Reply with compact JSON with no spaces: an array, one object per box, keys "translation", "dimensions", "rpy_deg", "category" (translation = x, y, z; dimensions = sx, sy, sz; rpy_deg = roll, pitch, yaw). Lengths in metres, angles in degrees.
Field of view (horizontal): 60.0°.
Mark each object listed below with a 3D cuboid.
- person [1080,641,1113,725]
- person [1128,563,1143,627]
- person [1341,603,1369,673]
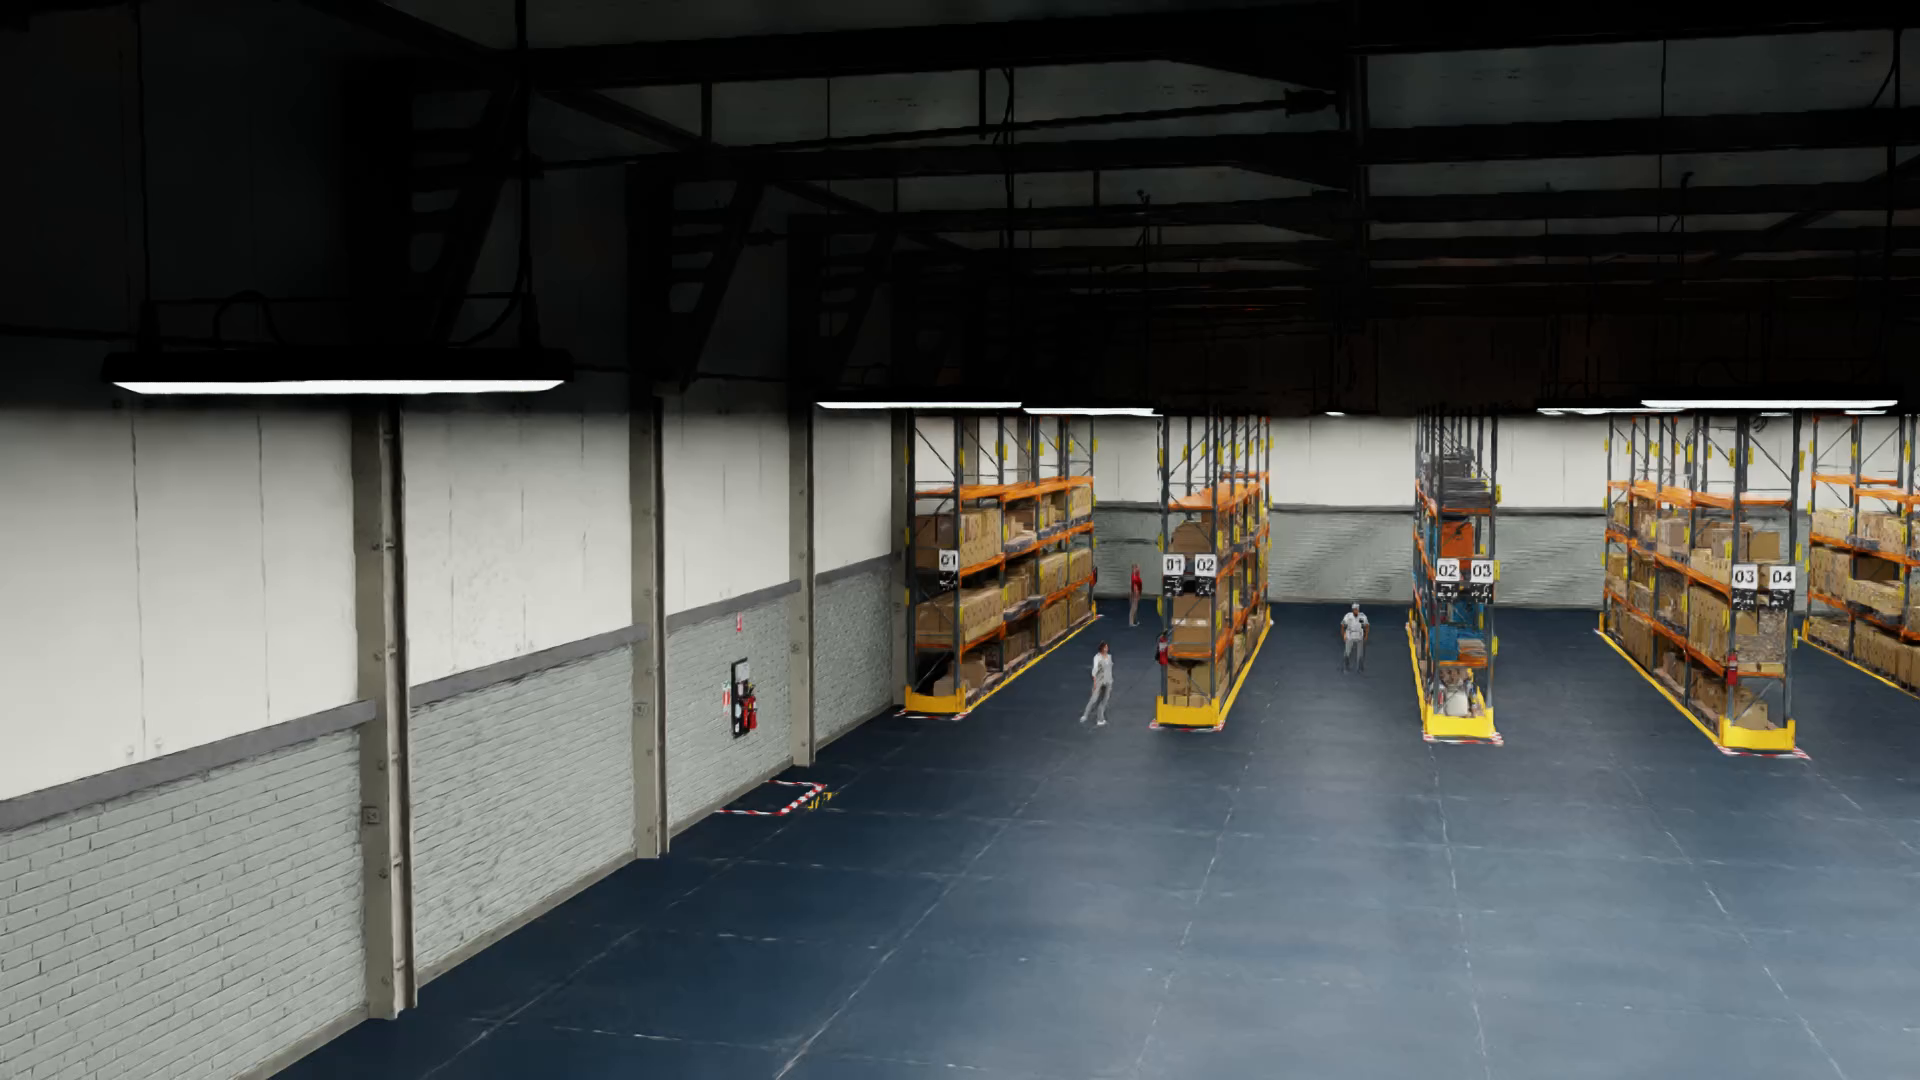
[{"translation":[2.549,2.670,31.065],"dimensions":[0.589,1.588,0.472],"rpy_deg":[-2,5,-31],"category":"person"},{"translation":[4.847,1.507,45.795],"dimensions":[0.402,1.734,0.684],"rpy_deg":[0,4,5],"category":"person"},{"translation":[8.878,2.205,37.386],"dimensions":[0.625,1.611,0.582],"rpy_deg":[1,4,12],"category":"person"}]
